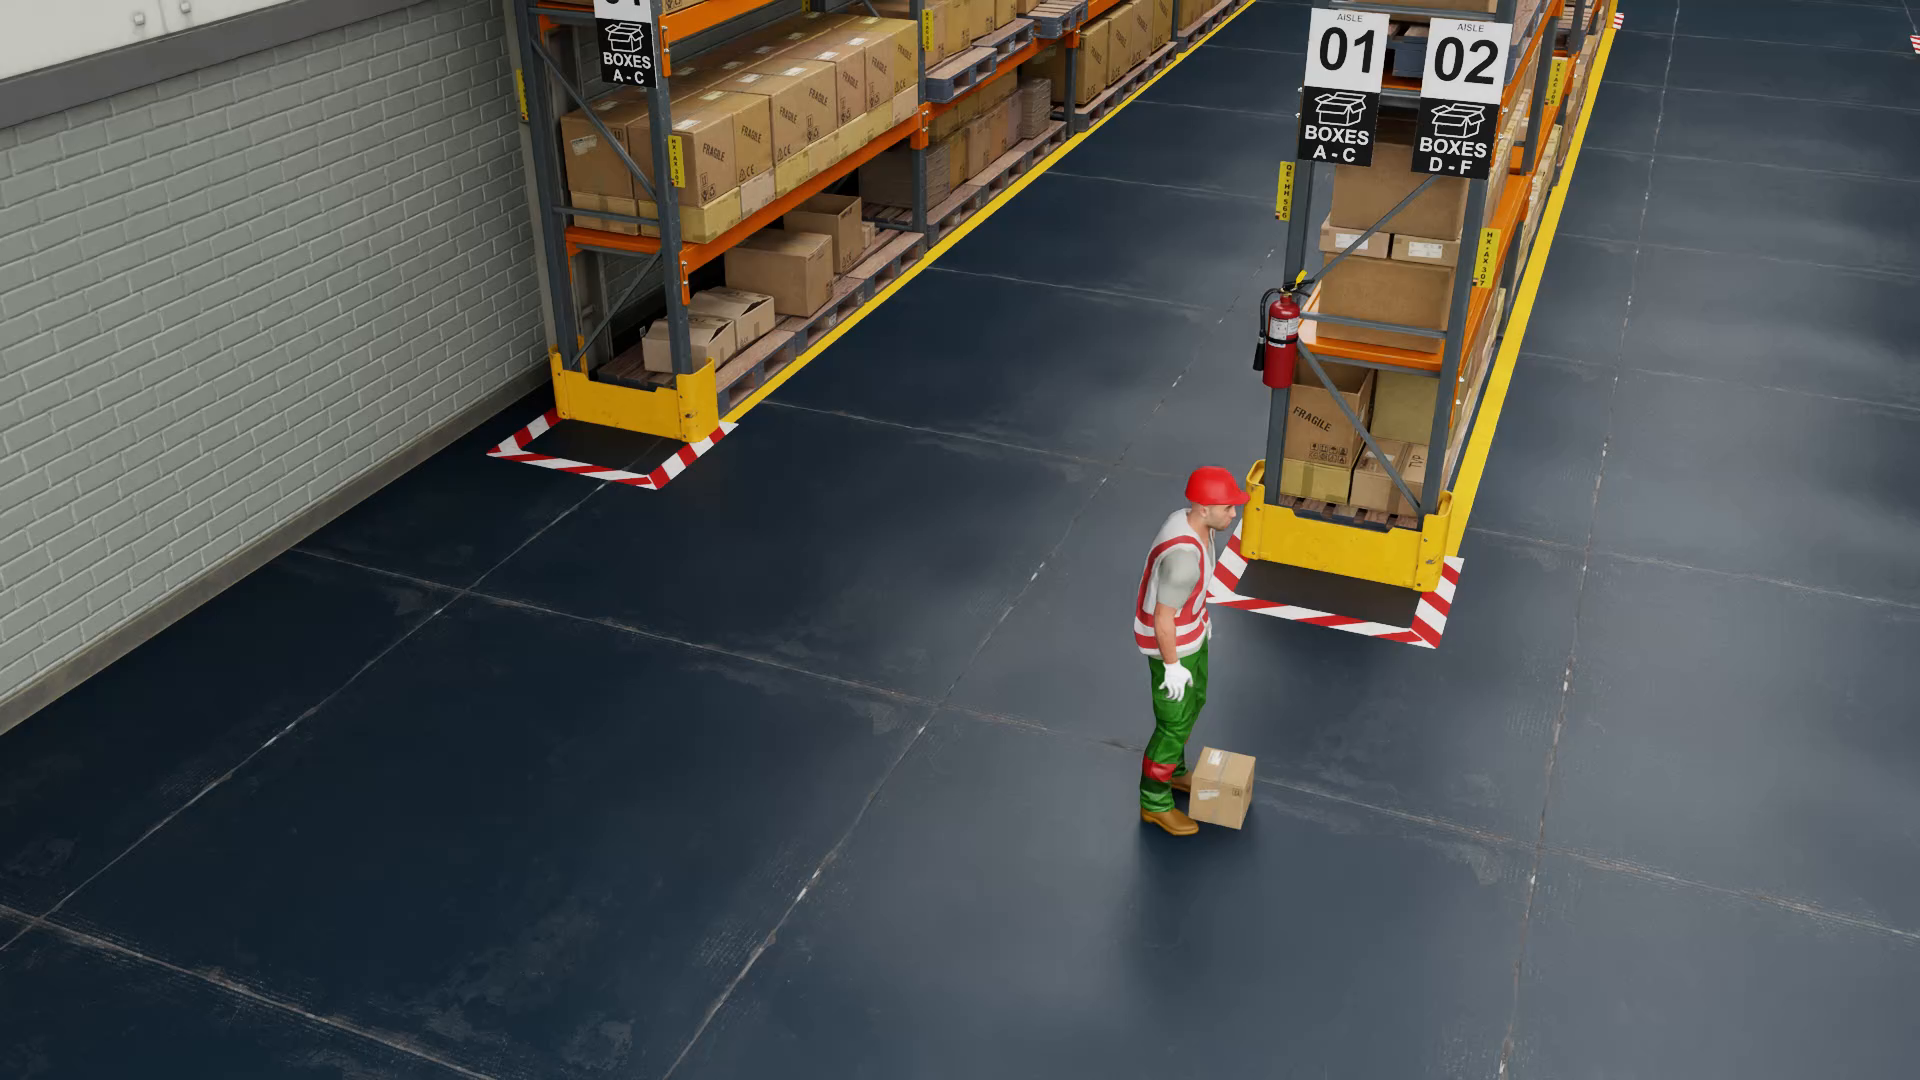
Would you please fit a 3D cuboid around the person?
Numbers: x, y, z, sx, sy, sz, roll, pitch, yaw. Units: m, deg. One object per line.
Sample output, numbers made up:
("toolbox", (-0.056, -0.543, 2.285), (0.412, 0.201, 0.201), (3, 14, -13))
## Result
("person", (1.025, 0.469, 7.555), (0.454, 1.777, 0.607), (10, 31, 17))
